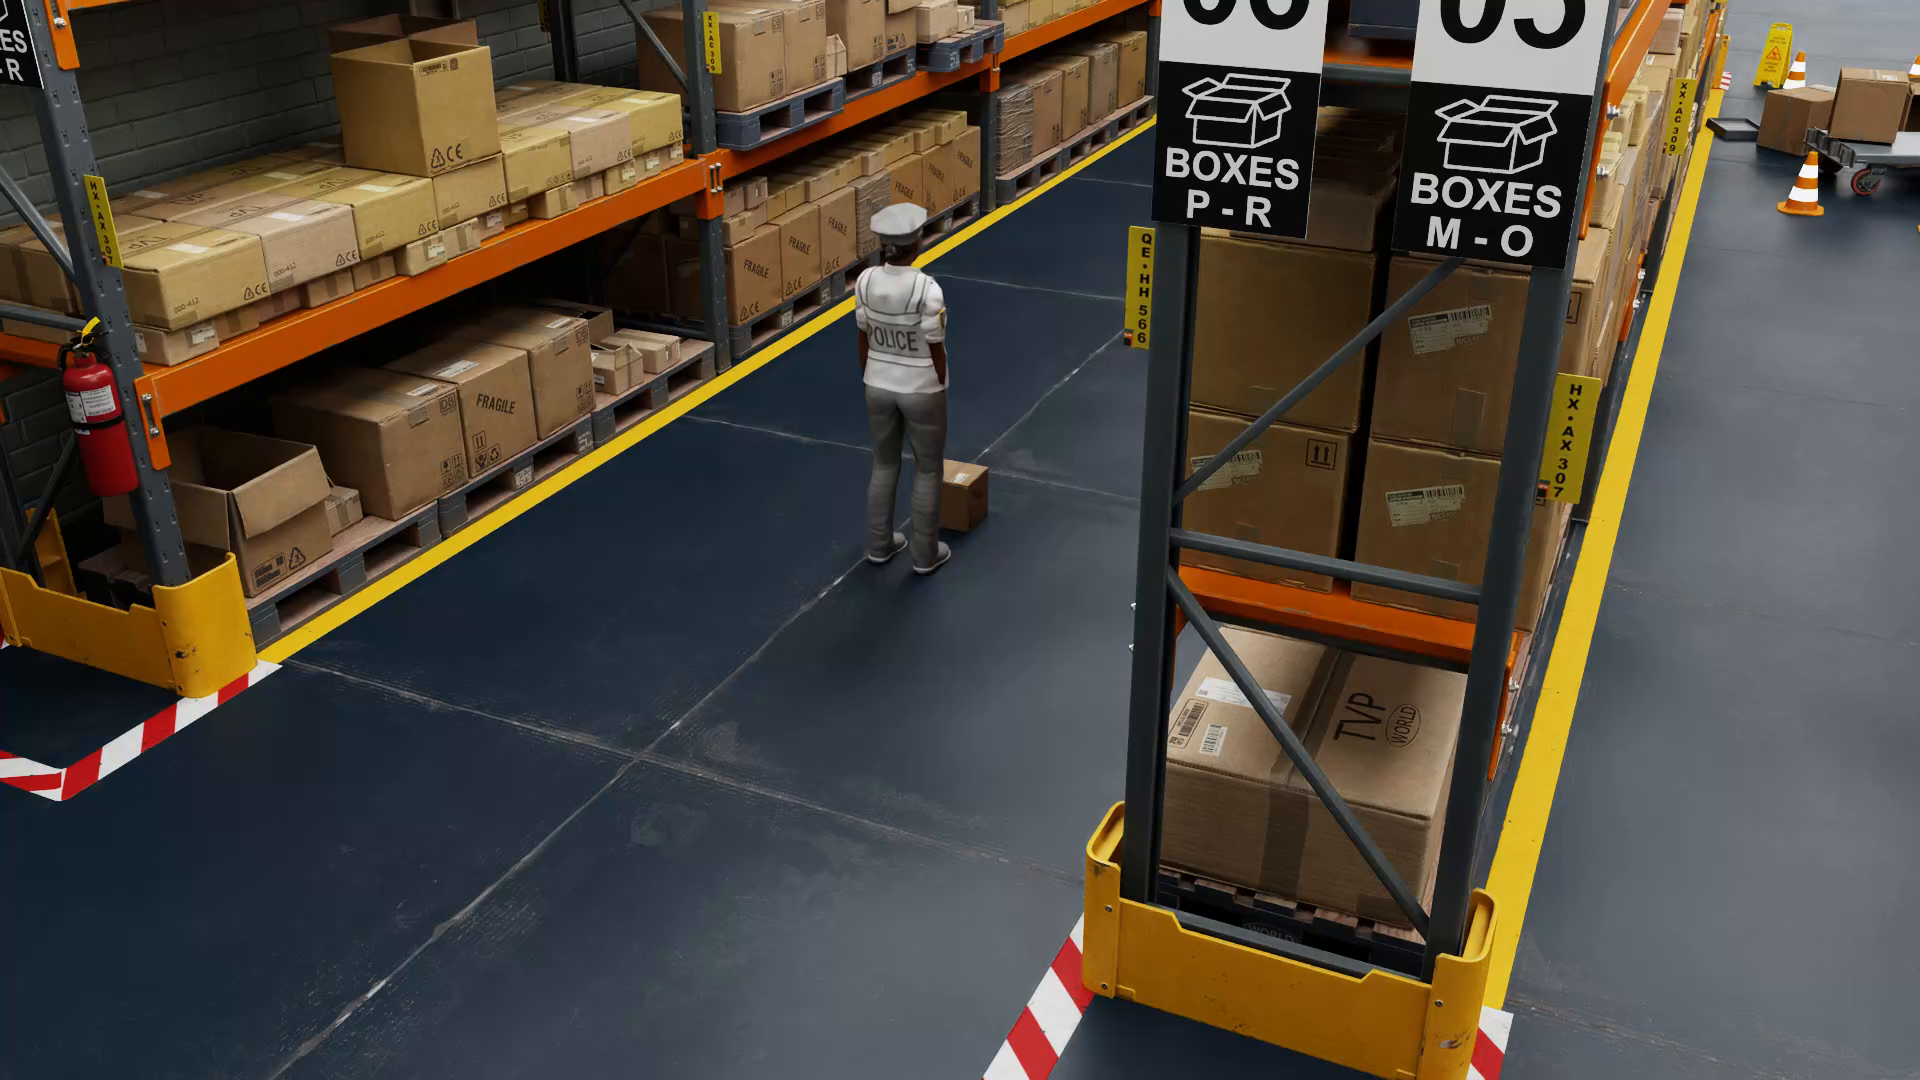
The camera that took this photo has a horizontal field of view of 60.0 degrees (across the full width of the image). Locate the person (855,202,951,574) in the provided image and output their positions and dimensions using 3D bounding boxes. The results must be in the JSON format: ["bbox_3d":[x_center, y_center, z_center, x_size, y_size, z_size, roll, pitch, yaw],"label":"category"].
[{"bbox_3d":[-0.245,-0.660,7.436,0.426,1.679,0.323,12,29,23],"label":"person"}]
